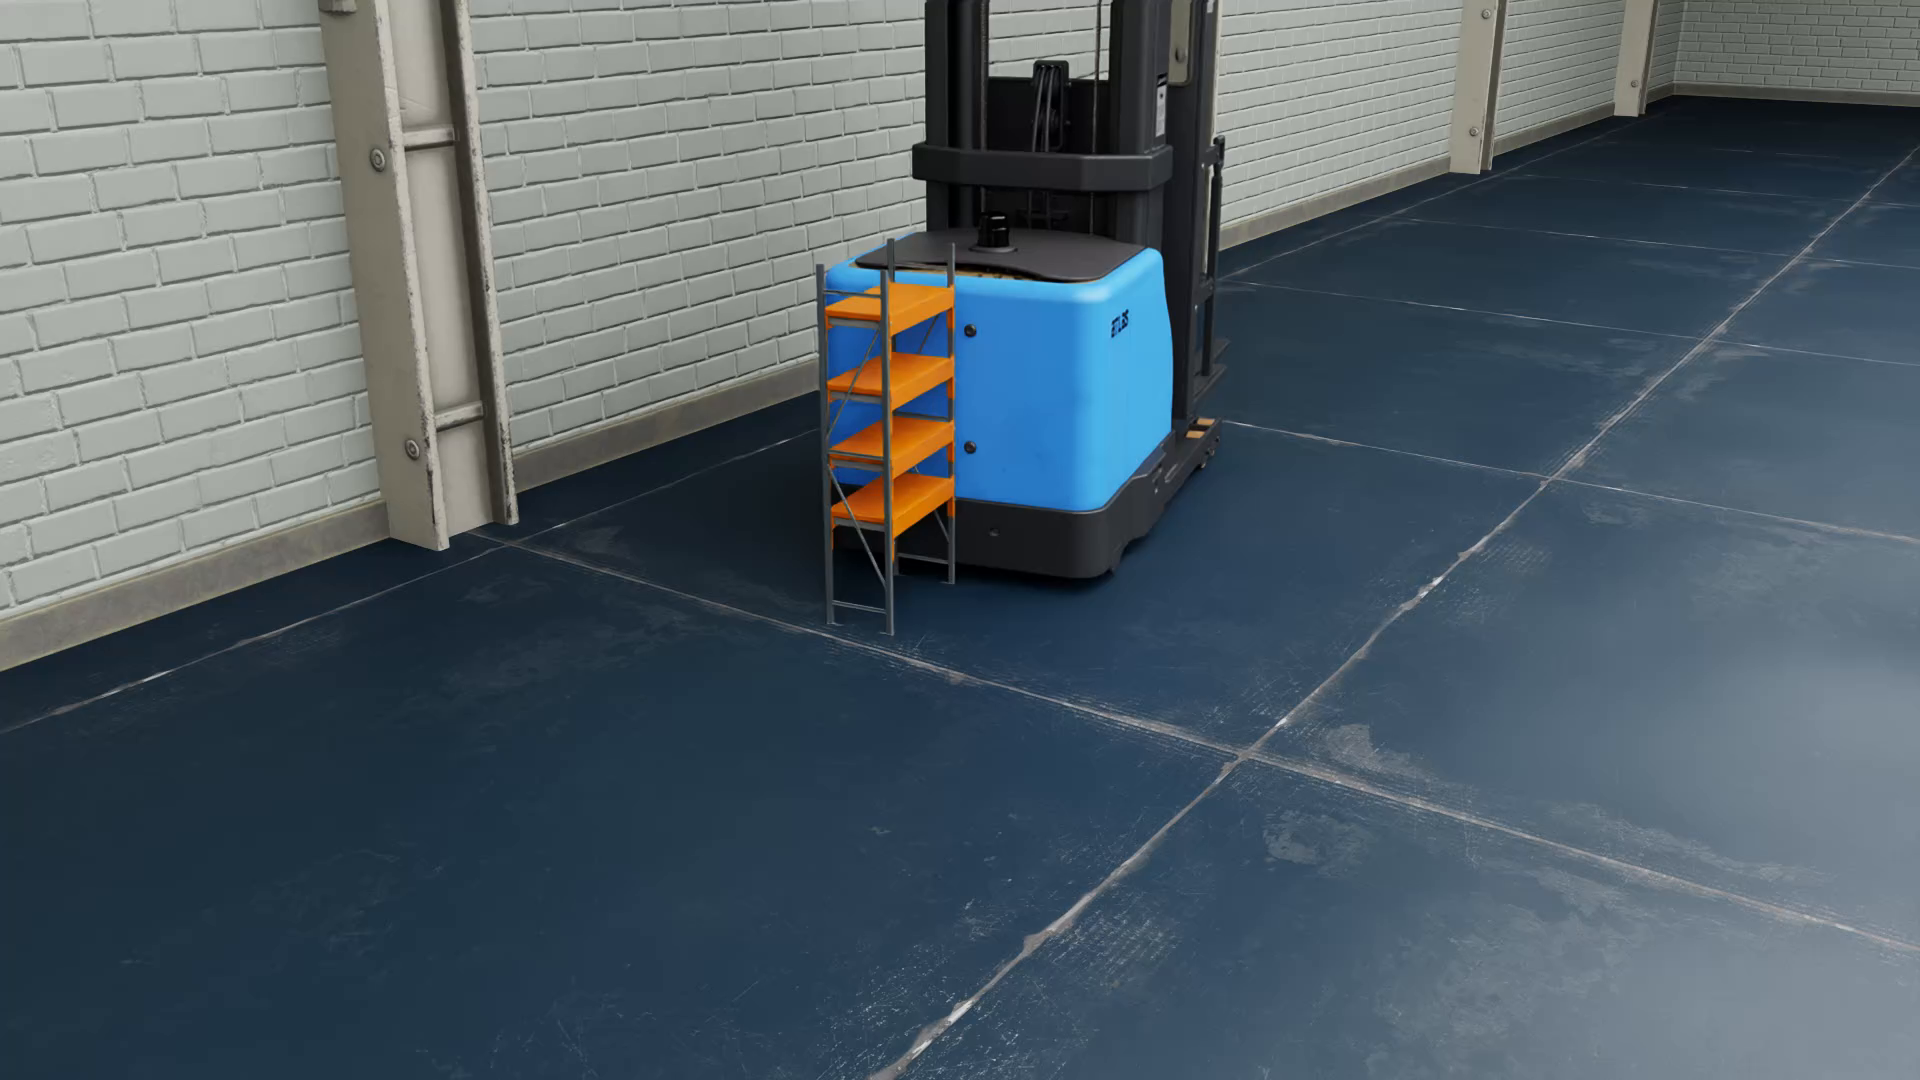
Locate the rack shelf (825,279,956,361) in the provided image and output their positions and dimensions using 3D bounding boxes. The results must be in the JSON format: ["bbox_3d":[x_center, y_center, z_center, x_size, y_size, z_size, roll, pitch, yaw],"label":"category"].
[{"bbox_3d":[-0.229,-0.711,5.326,0.258,0.148,0.480,9,22,23],"label":"rack shelf"}]

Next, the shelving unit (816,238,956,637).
[{"bbox_3d":[-0.229,-0.343,5.462,0.258,1.200,0.503,9,22,23],"label":"shelving unit"}]

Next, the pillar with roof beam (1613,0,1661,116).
[{"bbox_3d":[11.733,-8.591,16.518,9.100,9.000,0.400,13,24,32],"label":"pillar with roof beam"}]

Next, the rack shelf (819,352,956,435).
[{"bbox_3d":[-0.229,-0.489,5.408,0.258,0.148,0.480,9,22,23],"label":"rack shelf"}]

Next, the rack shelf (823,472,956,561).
[{"bbox_3d":[-0.229,-0.093,5.554,0.258,0.148,0.480,9,22,23],"label":"rack shelf"}]

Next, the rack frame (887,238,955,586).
[{"bbox_3d":[-0.129,-0.420,5.671,0.240,1.200,0.015,9,22,23],"label":"rack frame"}]

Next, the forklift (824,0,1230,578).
[{"bbox_3d":[0.505,-1.720,6.689,1.130,2.935,3.031,7,22,19],"label":"forklift"}]

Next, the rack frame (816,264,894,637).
[{"bbox_3d":[-0.328,-0.265,5.253,0.240,1.200,0.015,9,22,23],"label":"rack frame"}]

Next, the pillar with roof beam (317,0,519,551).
[{"bbox_3d":[1.614,-3.426,2.556,9.100,9.000,0.400,13,24,32],"label":"pillar with roof beam"}]

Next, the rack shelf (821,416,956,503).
[{"bbox_3d":[-0.229,-0.280,5.485,0.258,0.148,0.480,9,22,23],"label":"rack shelf"}]

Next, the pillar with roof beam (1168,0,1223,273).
[{"bbox_3d":[4.987,-5.148,7.210,9.100,9.000,0.400,13,24,32],"label":"pillar with roof beam"}]

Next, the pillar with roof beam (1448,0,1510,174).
[{"bbox_3d":[8.360,-6.869,11.864,9.100,9.000,0.400,13,24,32],"label":"pillar with roof beam"}]
